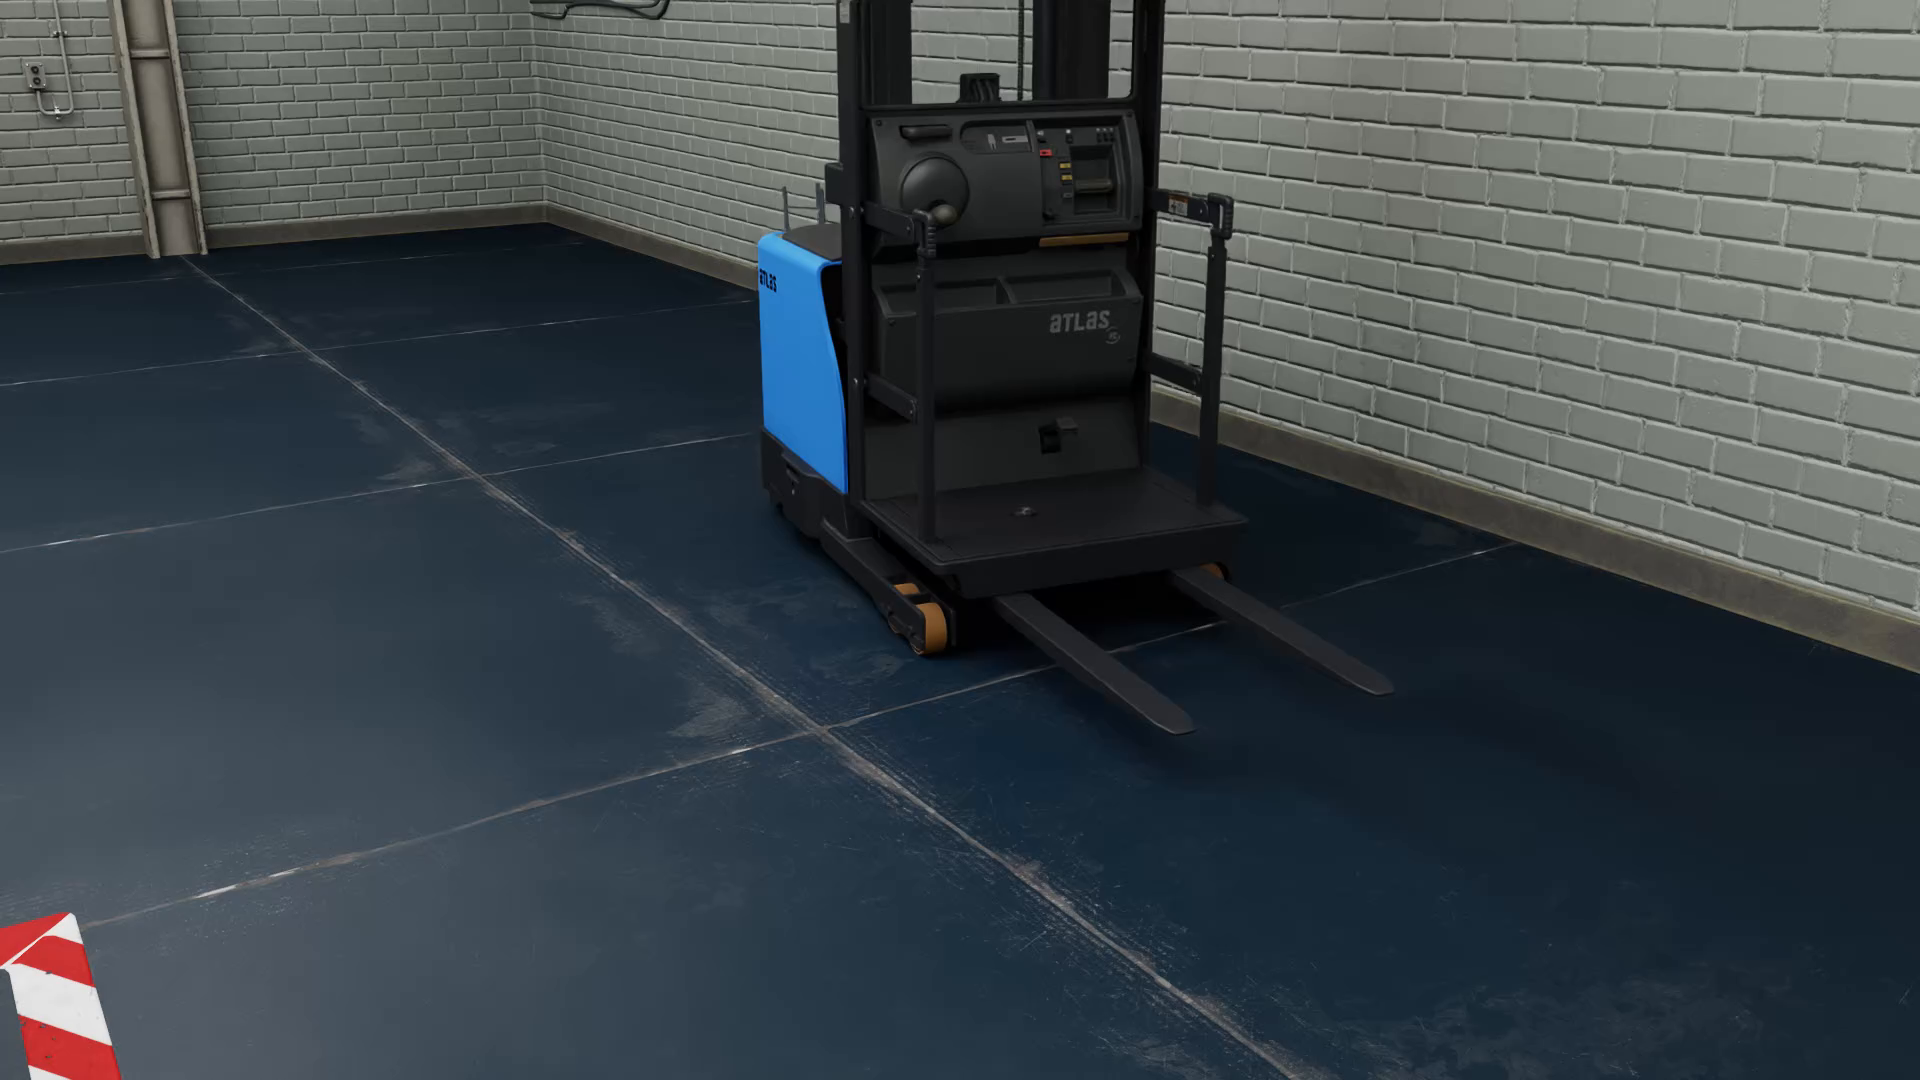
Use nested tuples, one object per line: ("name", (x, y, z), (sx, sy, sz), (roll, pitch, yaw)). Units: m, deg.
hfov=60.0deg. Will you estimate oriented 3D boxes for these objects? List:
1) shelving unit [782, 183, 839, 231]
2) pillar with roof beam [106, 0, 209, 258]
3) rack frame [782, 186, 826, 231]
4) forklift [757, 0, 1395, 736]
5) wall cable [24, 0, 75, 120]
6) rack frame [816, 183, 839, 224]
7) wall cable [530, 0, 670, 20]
("shelving unit", (-0.546, -0.857, 6.887), (0.258, 1.200, 0.189), (13, 22, 41))
("pillar with roof beam", (-3.624, -5.304, 7.884), (0.400, 9.000, 9.100), (-12, 22, -31))
("rack frame", (-0.608, -0.836, 6.823), (0.240, 1.200, 0.006), (13, 22, 41))
("forklift", (0.248, -1.184, 5.170), (1.130, 2.935, 3.031), (-8, 20, -22))
("wall cable", (-7.222, -3.867, 11.412), (1.851, 1.984, 0.084), (-12, 22, -31))
("rack frame", (-0.484, -0.879, 6.950), (0.240, 1.200, 0.006), (13, 22, 41))
("wall cable", (-2.851, -5.178, 12.360), (0.112, 2.526, 3.097), (-12, 22, -31))
